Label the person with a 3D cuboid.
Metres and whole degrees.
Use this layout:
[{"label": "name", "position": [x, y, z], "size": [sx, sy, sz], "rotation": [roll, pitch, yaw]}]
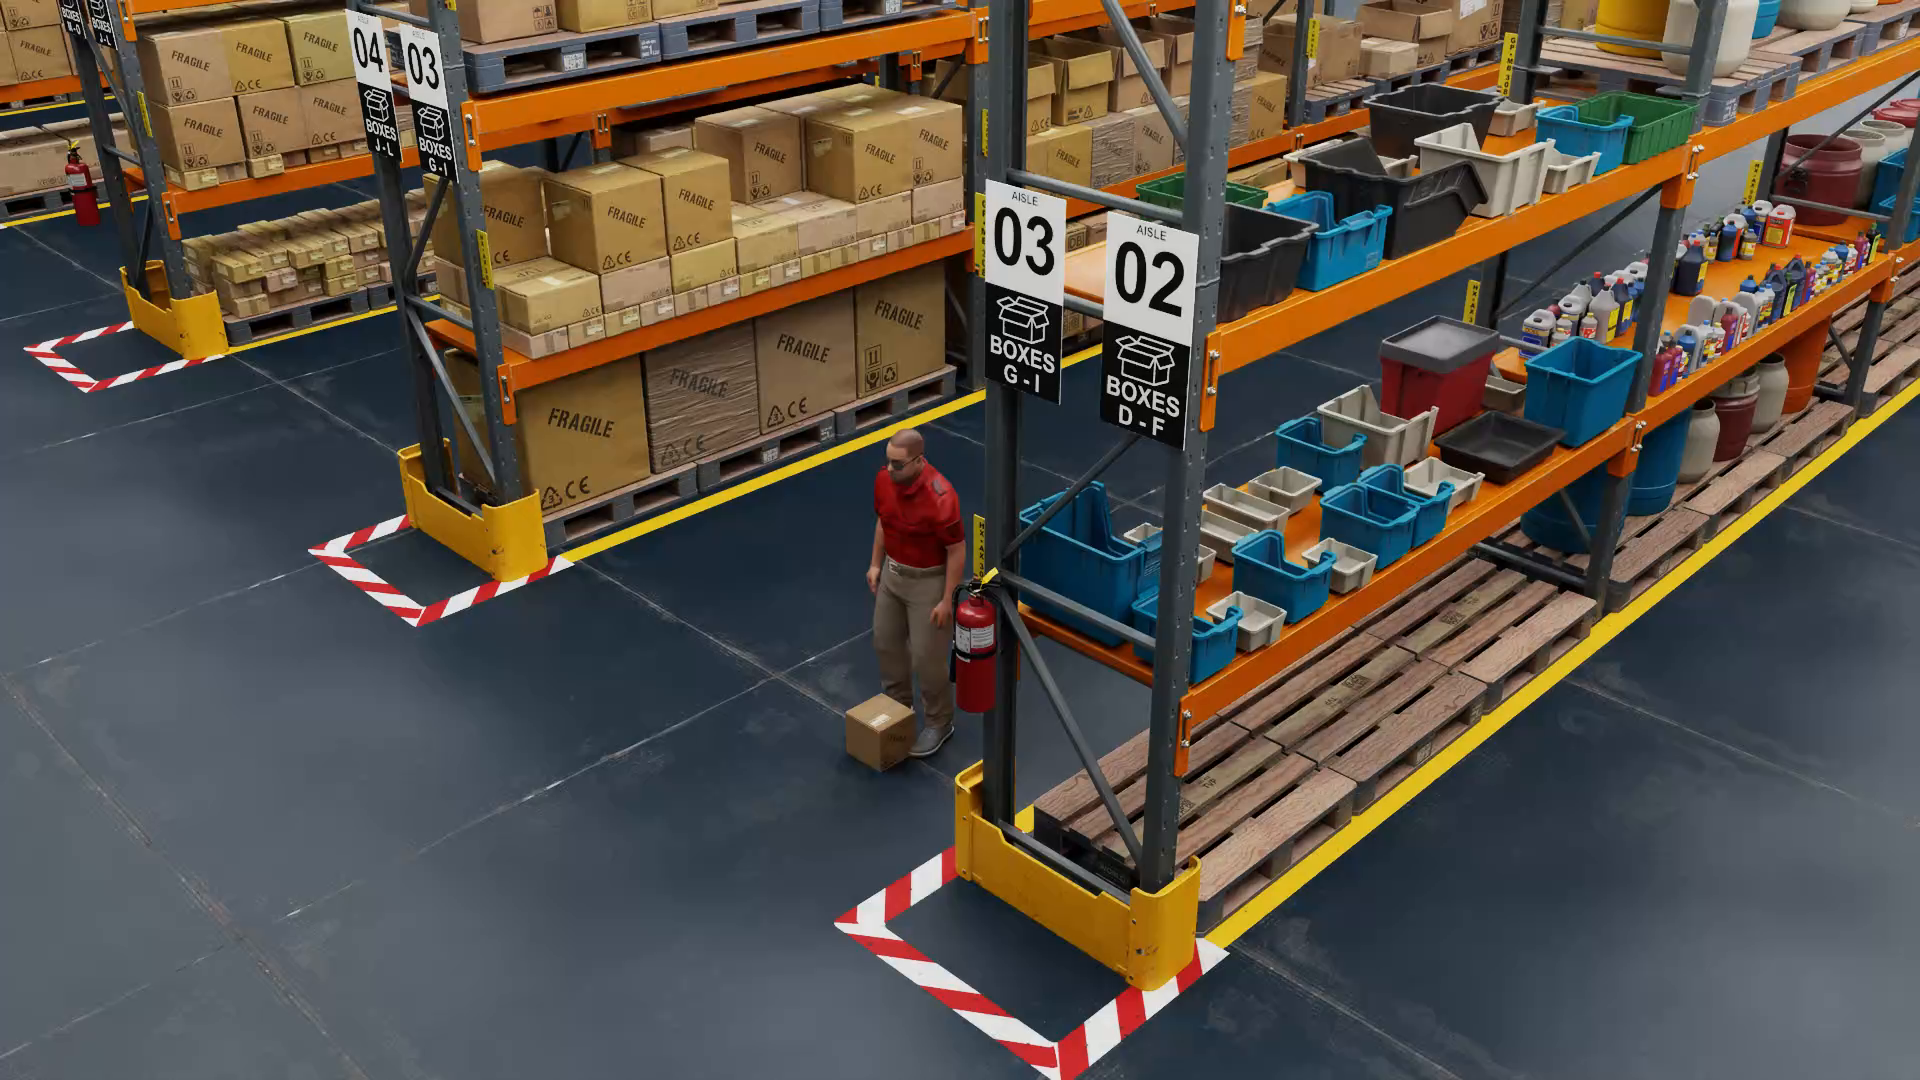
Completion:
[{"label": "person", "position": [-0.229, 0.226, 8.203], "size": [0.585, 1.726, 0.396], "rotation": [24, 36, 38]}]
